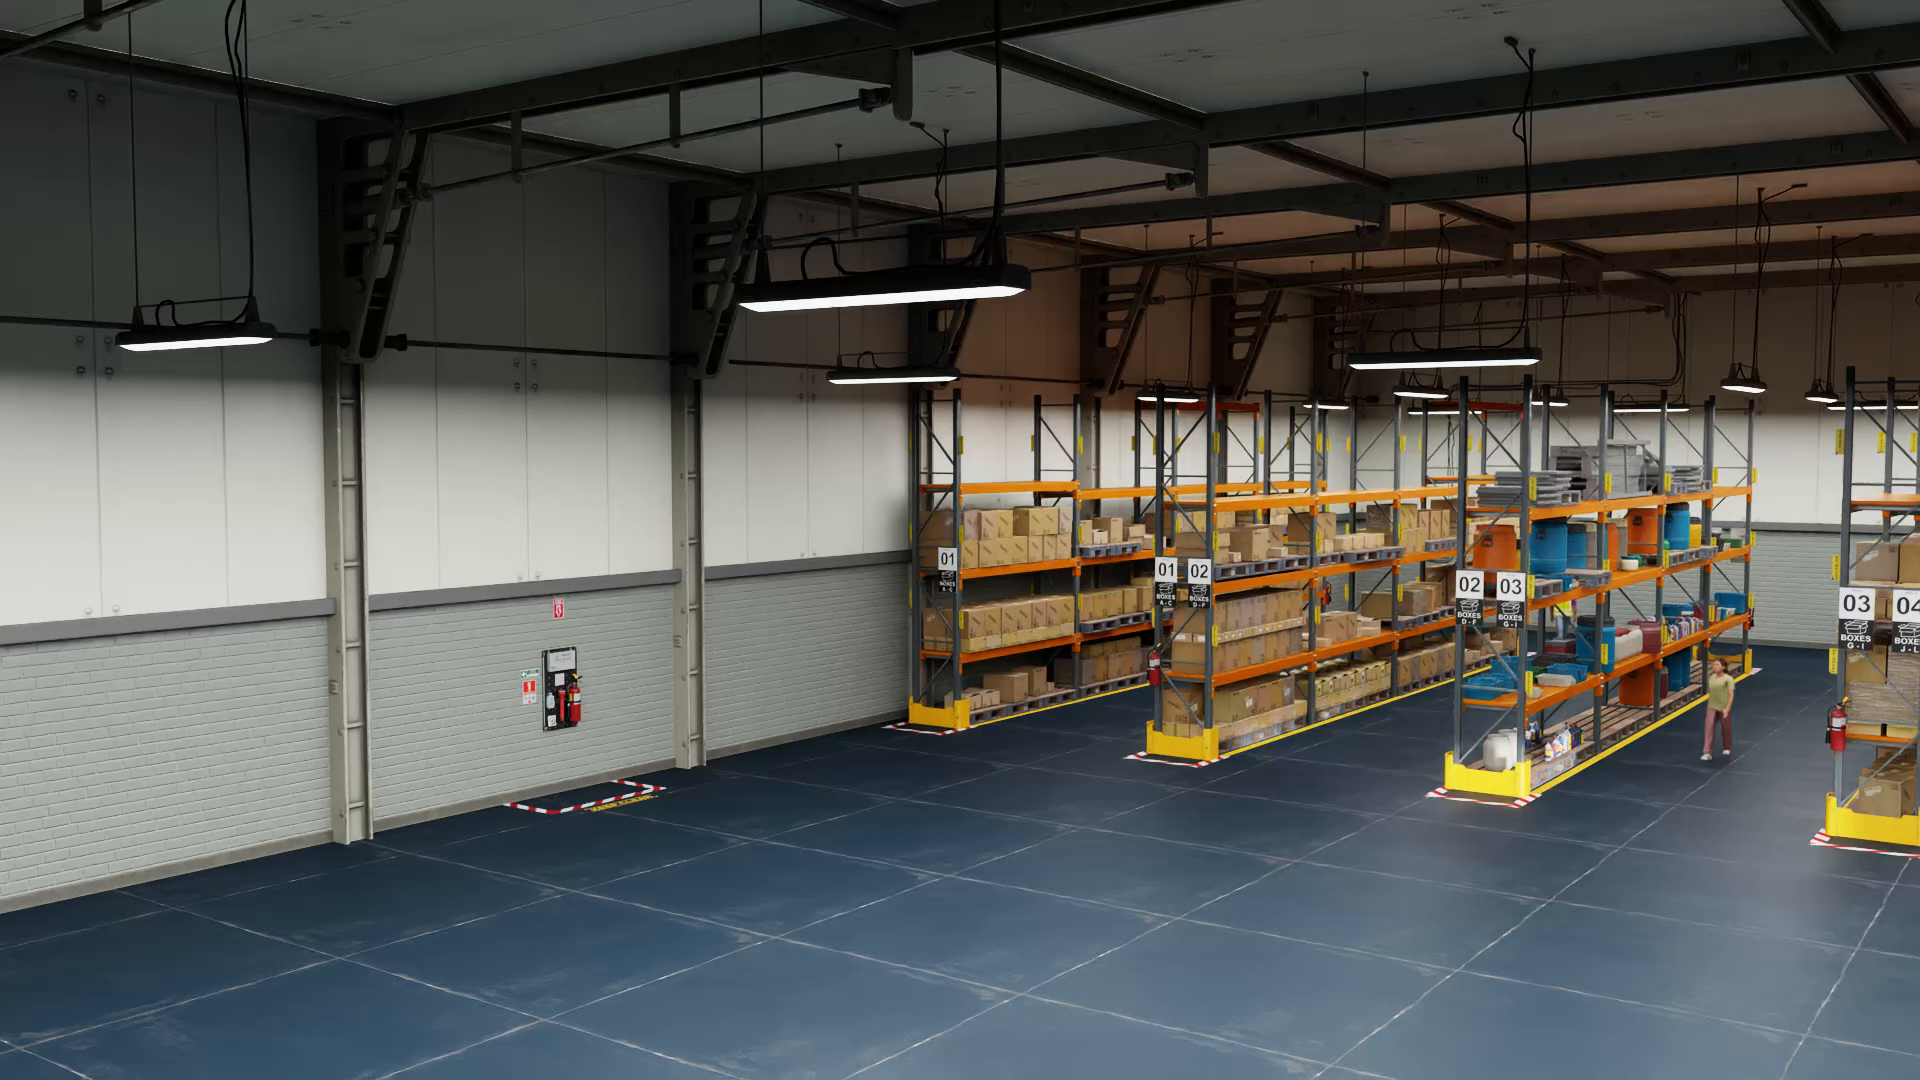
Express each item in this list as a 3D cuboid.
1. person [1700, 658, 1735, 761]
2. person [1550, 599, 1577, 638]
[{"bbox_3d":[12.061,2.675,26.386,0.436,1.604,1.064,3,4,39],"label":"person"},{"bbox_3d":[14.644,1.831,40.324,0.565,1.701,1.121,0,3,8],"label":"person"}]
